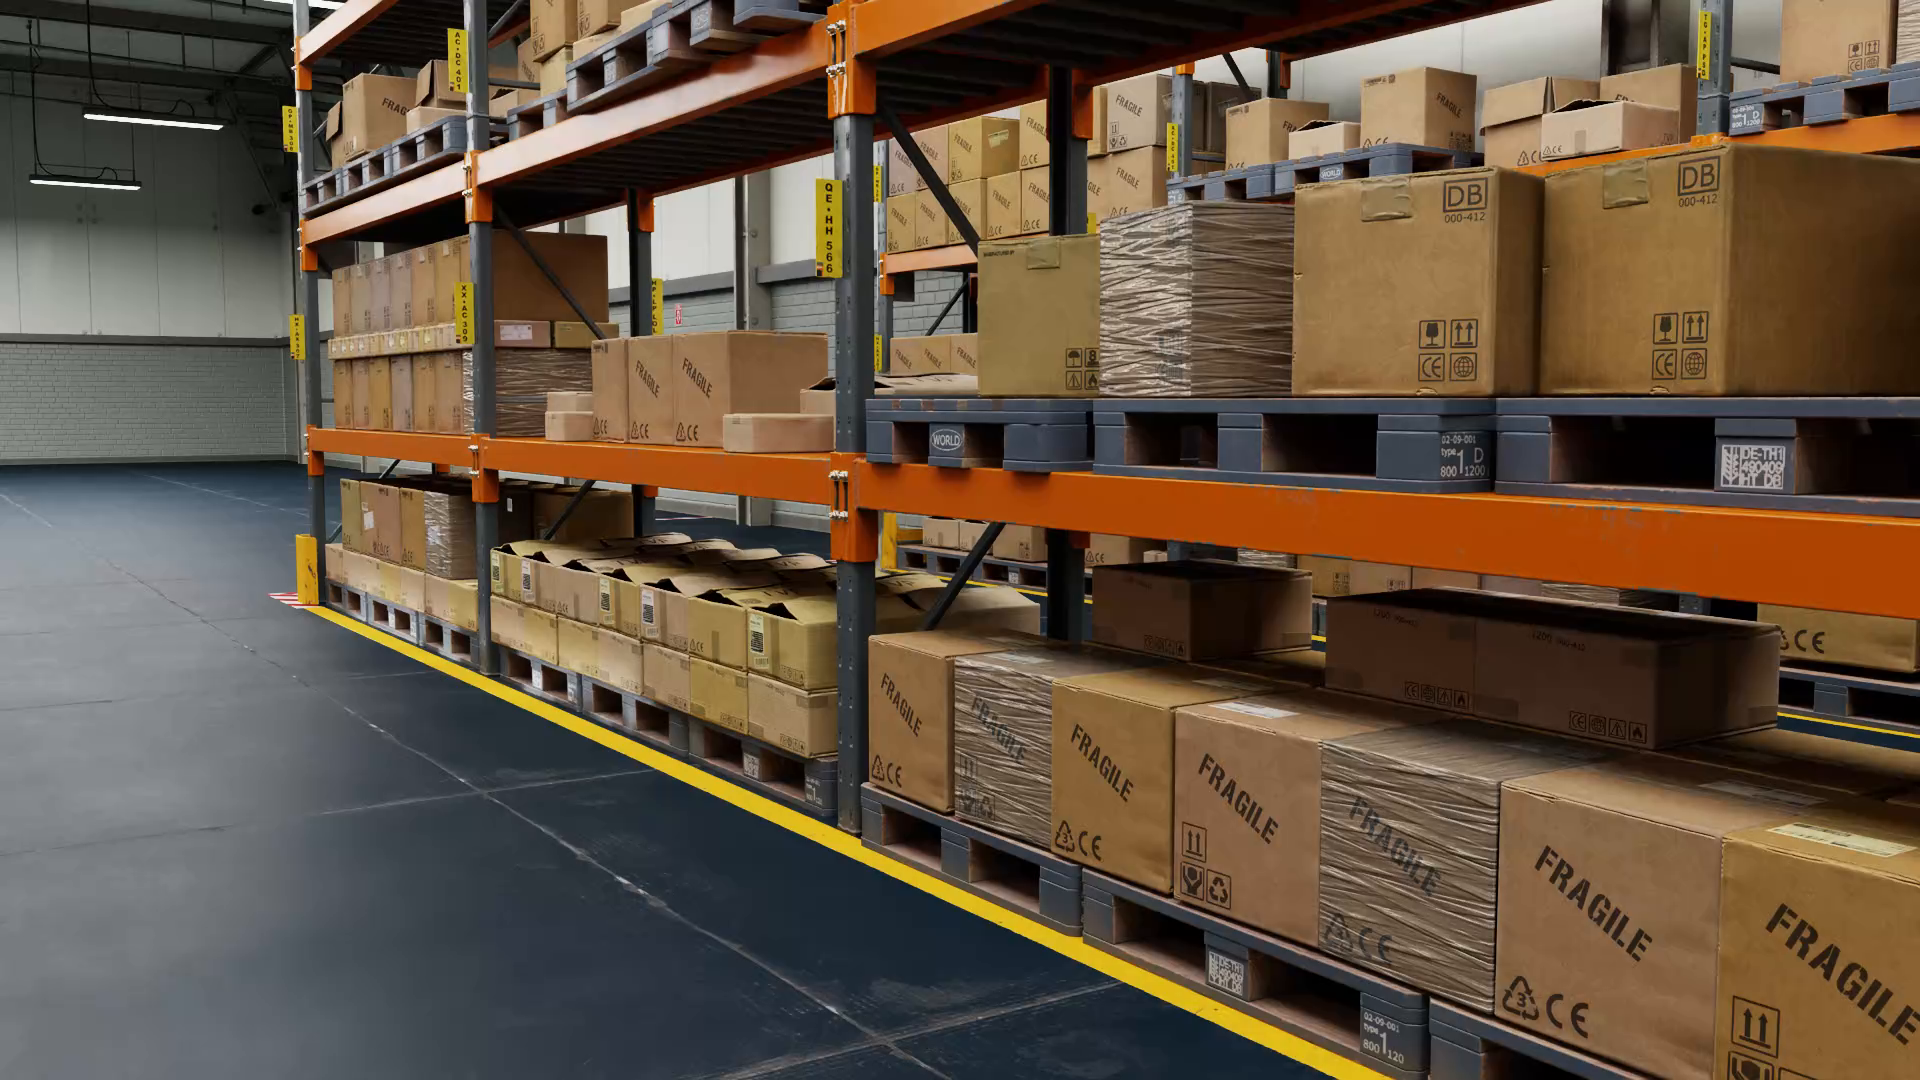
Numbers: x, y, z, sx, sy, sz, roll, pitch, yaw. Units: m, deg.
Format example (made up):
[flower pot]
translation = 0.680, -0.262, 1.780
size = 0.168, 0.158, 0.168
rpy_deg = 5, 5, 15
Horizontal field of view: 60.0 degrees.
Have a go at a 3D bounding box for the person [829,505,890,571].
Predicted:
[person]
translation = -0.740, -0.377, 12.147
size = 0.501, 1.683, 0.448
rpy_deg = -1, 5, -11
